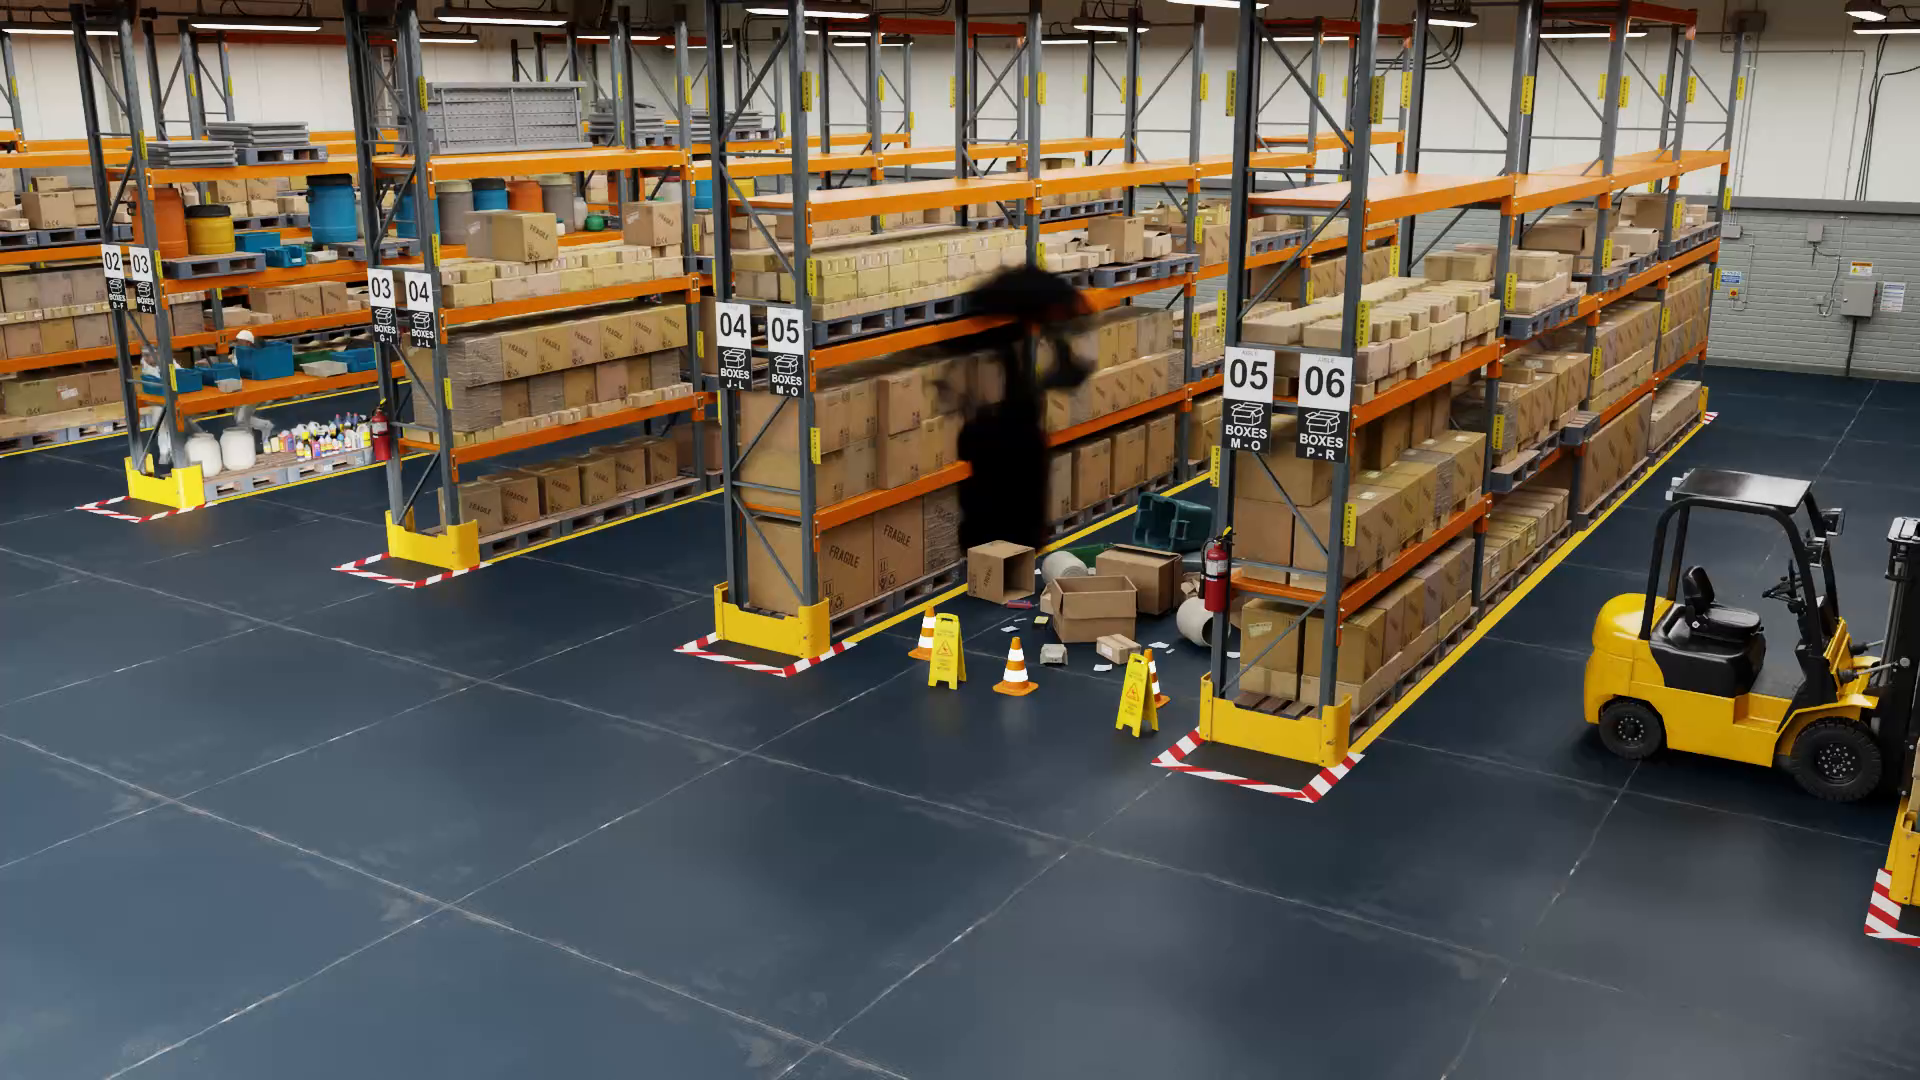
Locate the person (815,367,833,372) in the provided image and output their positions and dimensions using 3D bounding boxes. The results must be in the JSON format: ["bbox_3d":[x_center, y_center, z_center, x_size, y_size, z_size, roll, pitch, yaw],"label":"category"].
[{"bbox_3d":[-1.699,-1.384,19.778,0.716,1.845,0.952,4,16,14],"label":"person"}]

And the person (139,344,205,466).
[{"bbox_3d":[-10.962,-1.938,23.185,0.704,1.720,1.030,3,16,12],"label":"person"}]

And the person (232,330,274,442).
[{"bbox_3d":[-10.042,-2.094,23.523,0.669,1.733,0.760,9,18,30],"label":"person"}]

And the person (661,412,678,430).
[{"bbox_3d":[-4.374,-2.497,25.194,0.562,1.609,0.589,6,17,21],"label":"person"}]
